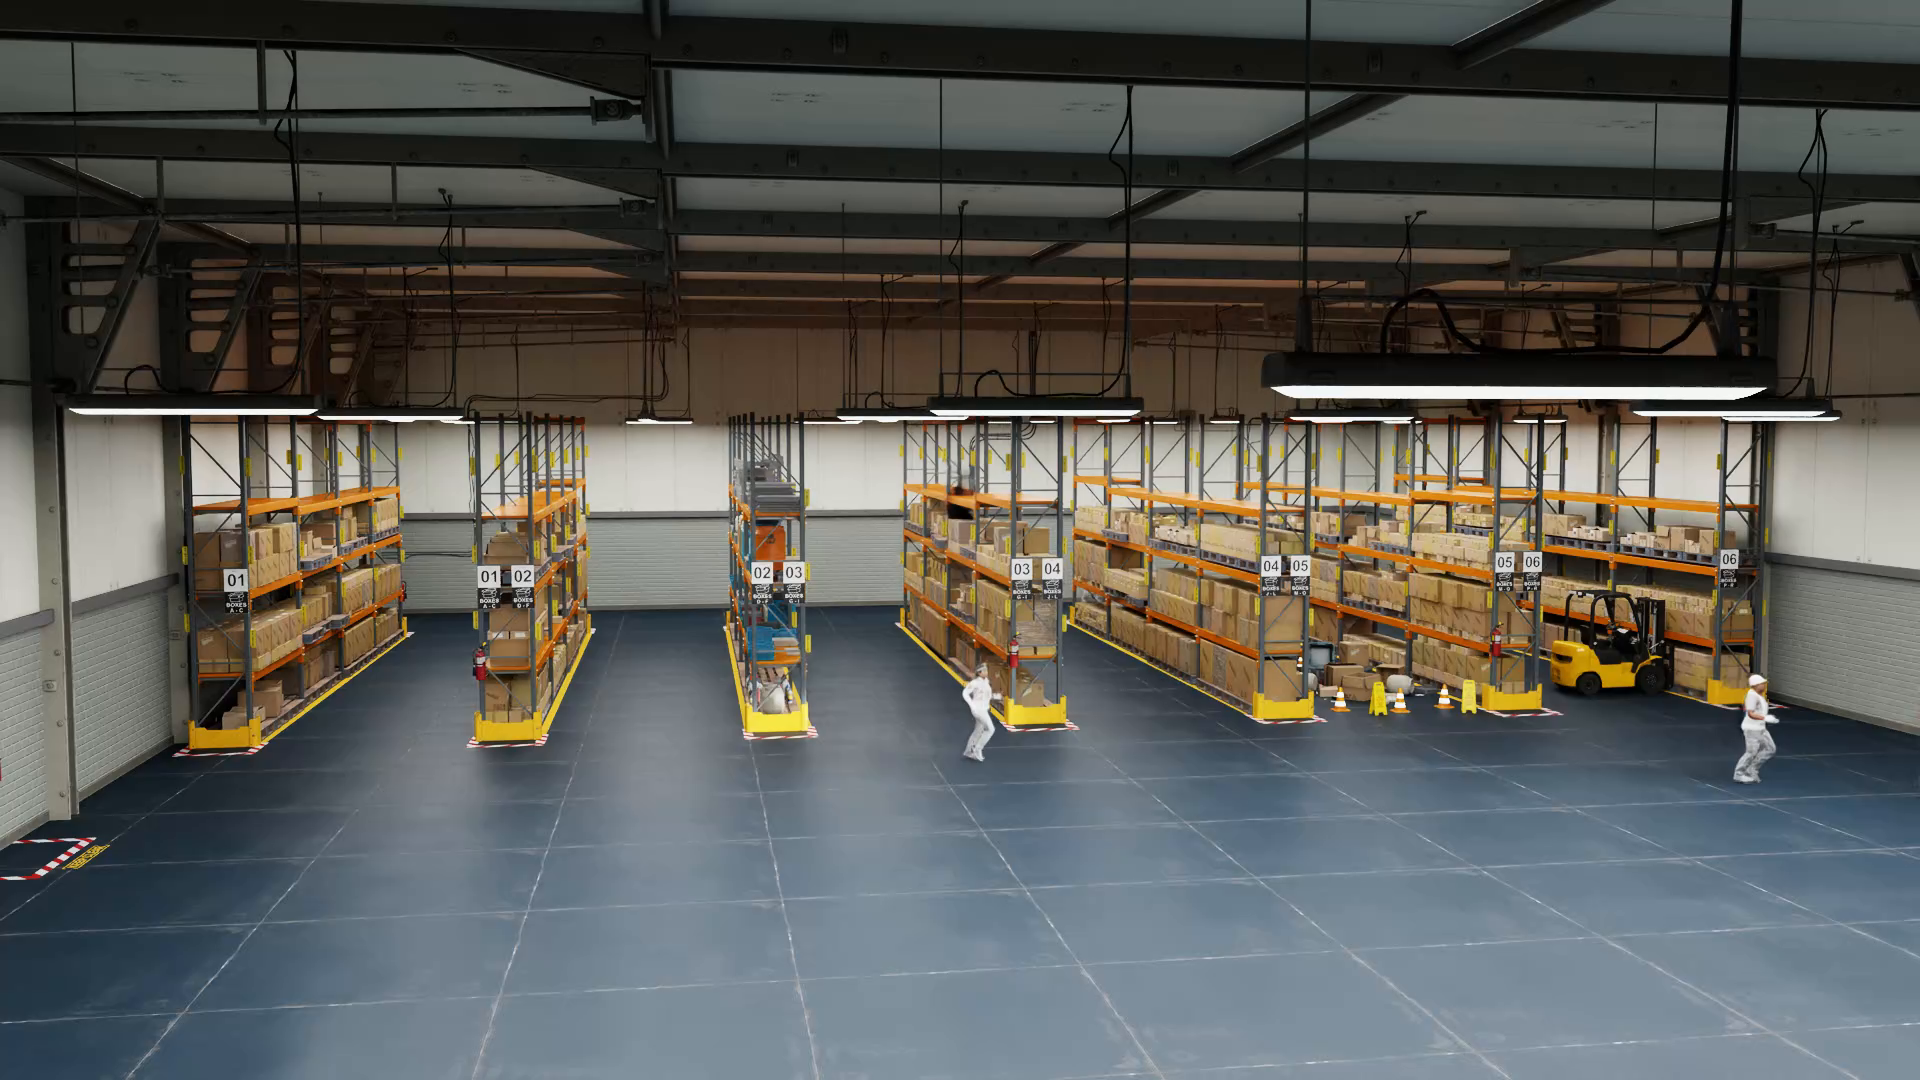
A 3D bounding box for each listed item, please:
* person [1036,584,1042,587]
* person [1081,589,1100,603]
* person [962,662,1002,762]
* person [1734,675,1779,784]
[{"bbox_3d":[2.060,1.601,48.783,0.796,1.682,0.724,2,5,32],"label":"person"},{"bbox_3d":[3.861,1.435,49.948,0.892,1.760,0.716,3,5,35],"label":"person"},{"bbox_3d":[0.385,2.947,28.570,0.667,1.710,0.584,2,4,21],"label":"person"},{"bbox_3d":[12.744,3.035,26.564,0.675,1.777,0.671,3,5,39],"label":"person"}]
